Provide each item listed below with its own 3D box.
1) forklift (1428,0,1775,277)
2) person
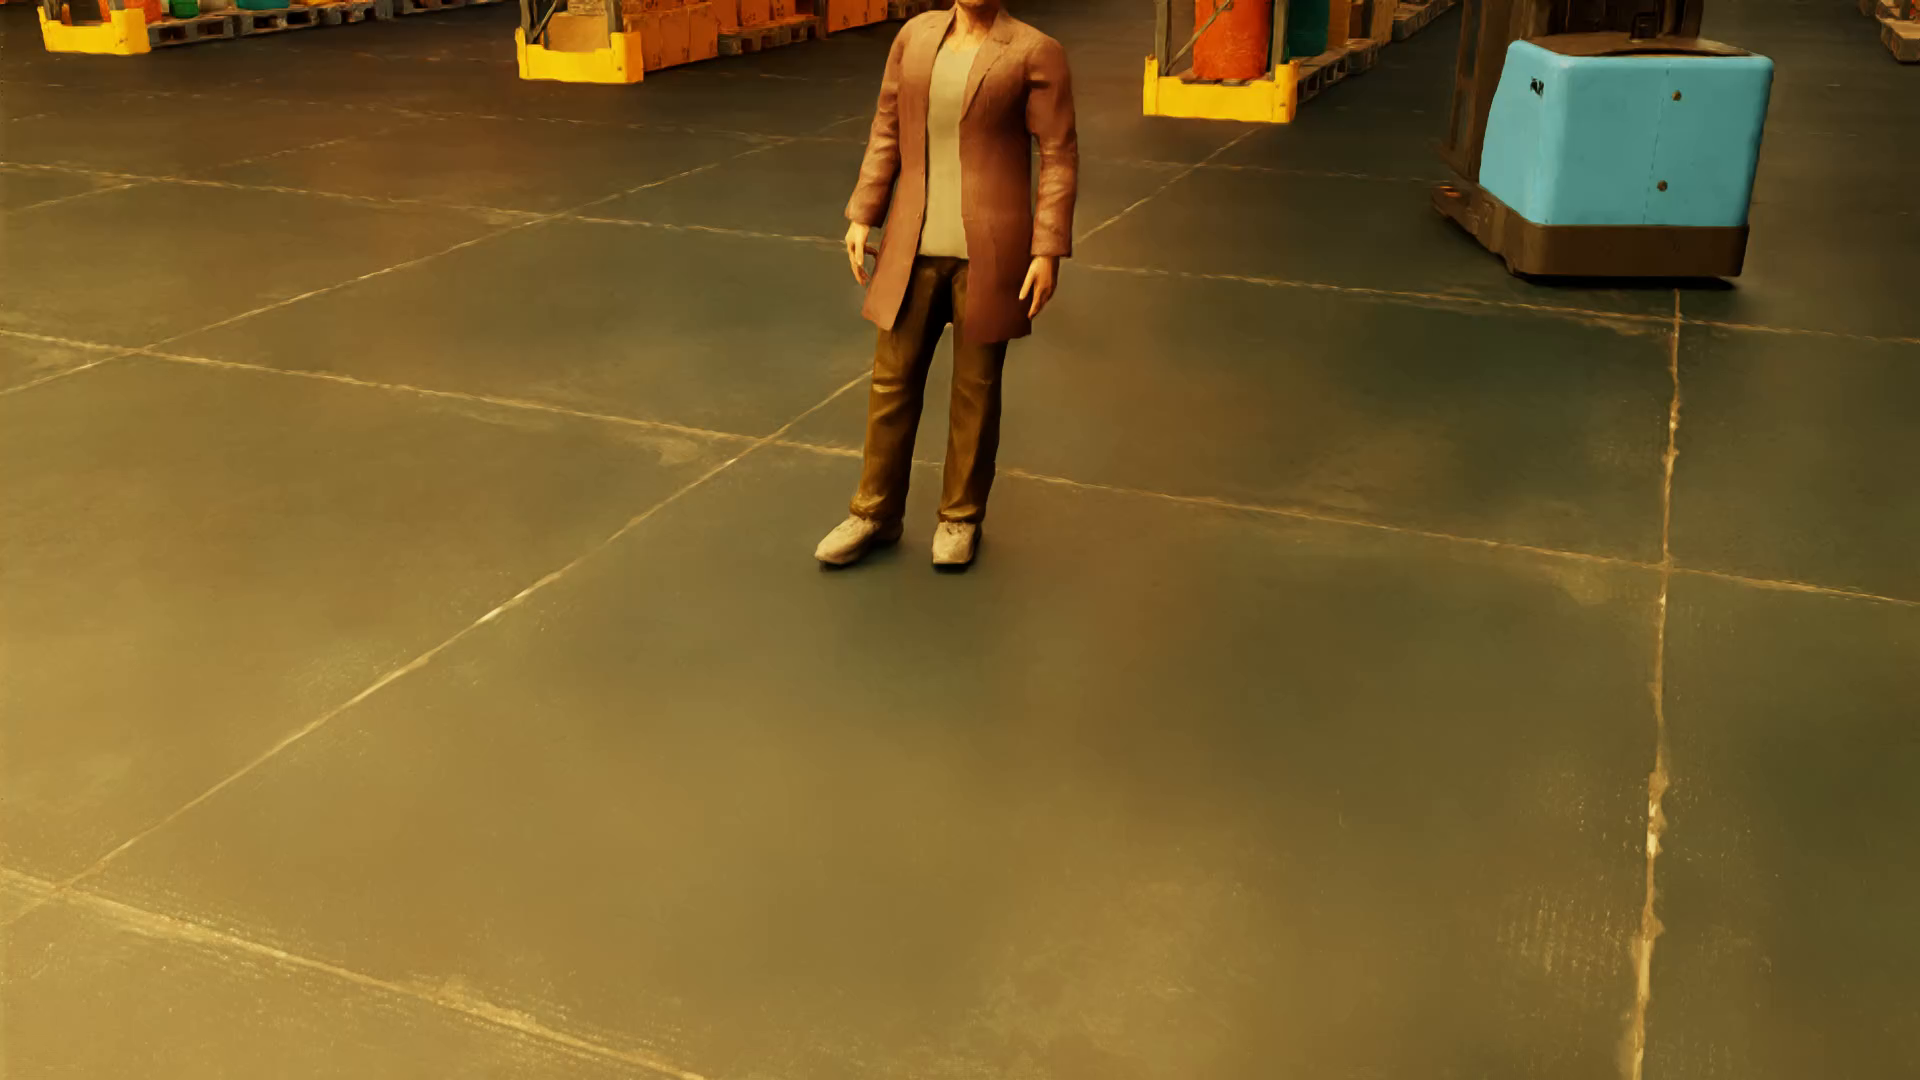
[{"bbox_3d":[3.278,-3.124,8.767,1.130,2.935,3.031,1,23,2],"label":"forklift"},{"bbox_3d":[-0.039,-0.795,4.671,0.694,1.776,0.580,9,24,21],"label":"person"}]
